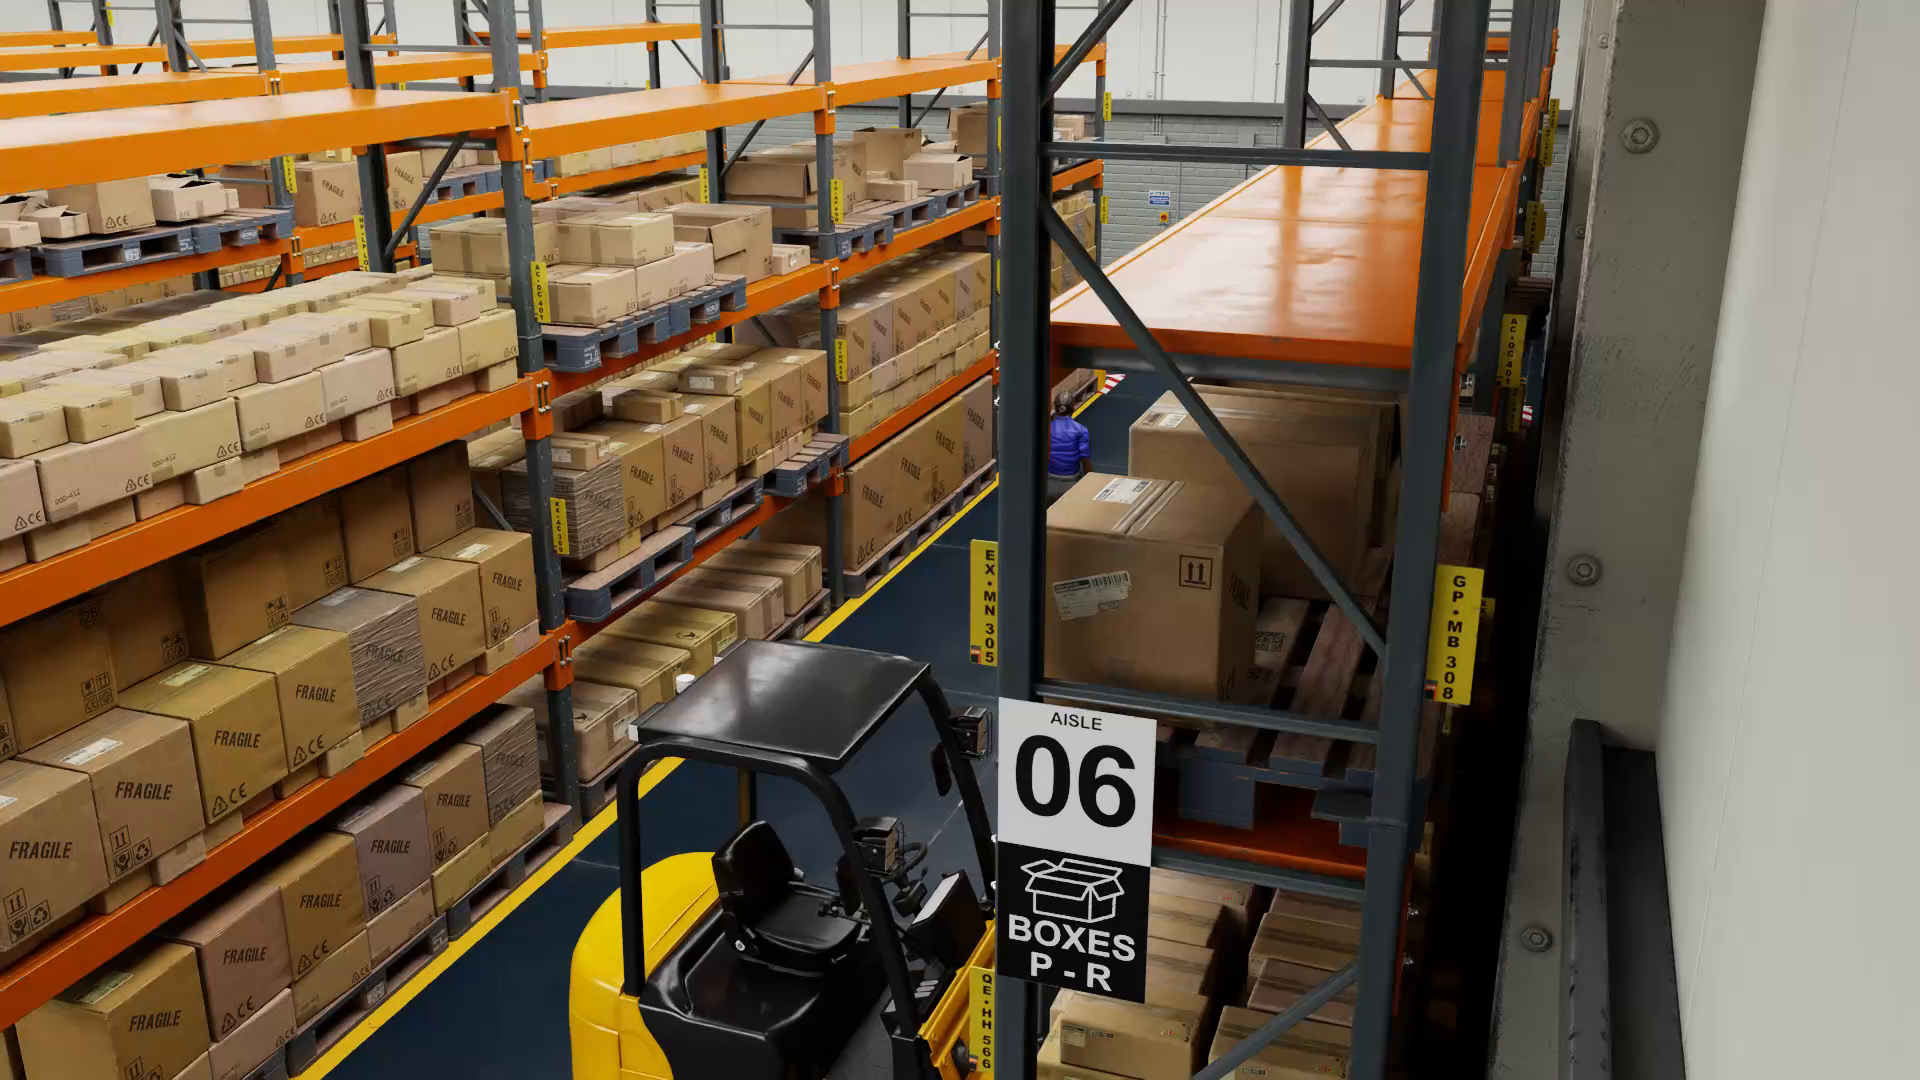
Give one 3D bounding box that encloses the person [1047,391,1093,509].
[{"bbox_3d":[0.875,-0.413,13.784,0.532,1.655,0.349,5,19,15],"label":"person"}]
